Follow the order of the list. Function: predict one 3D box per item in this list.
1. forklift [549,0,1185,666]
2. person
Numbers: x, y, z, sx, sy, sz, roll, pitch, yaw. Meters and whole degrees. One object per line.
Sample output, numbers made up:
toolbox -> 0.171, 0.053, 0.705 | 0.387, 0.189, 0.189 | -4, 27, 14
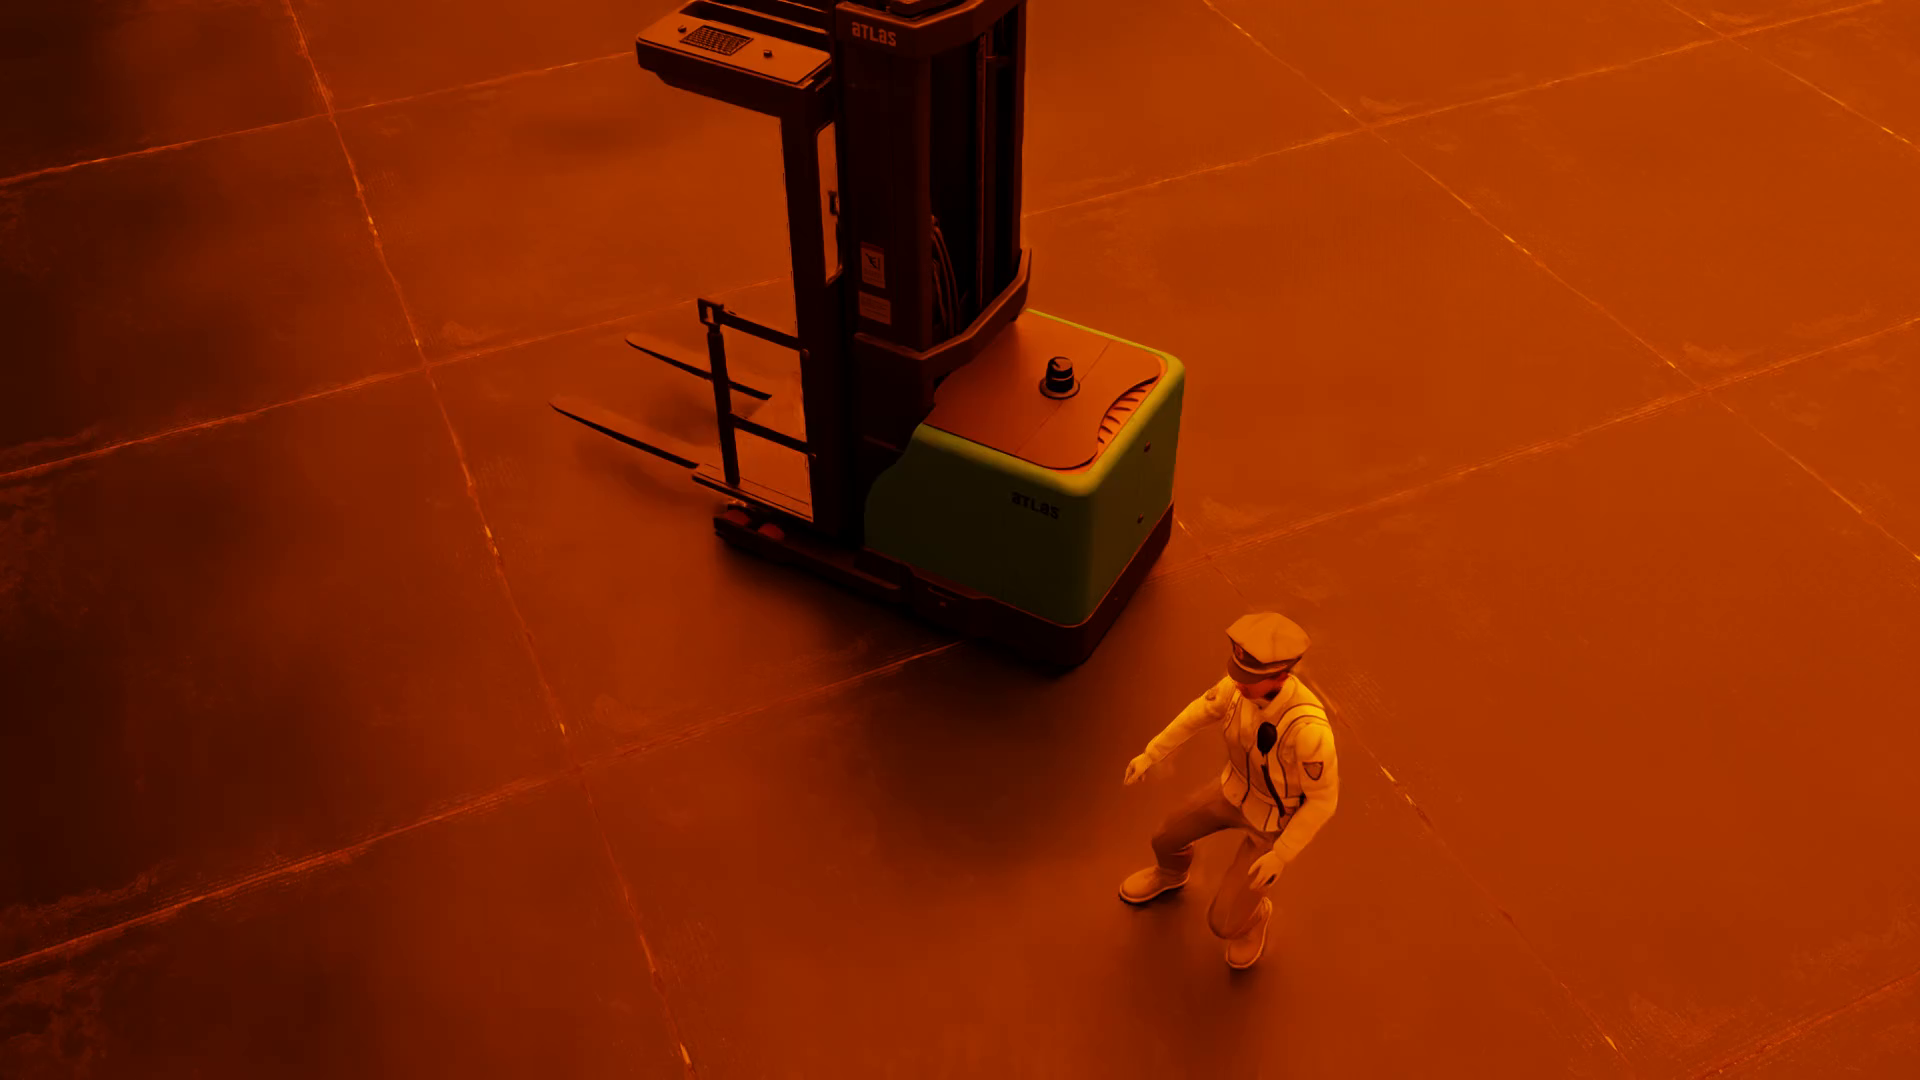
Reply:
forklift -> -0.560, -1.274, 7.045 | 3.031, 2.935, 1.130 | 21, 47, 21
person -> 0.942, 0.889, 5.724 | 0.471, 1.560, 0.698 | -22, 47, -22
